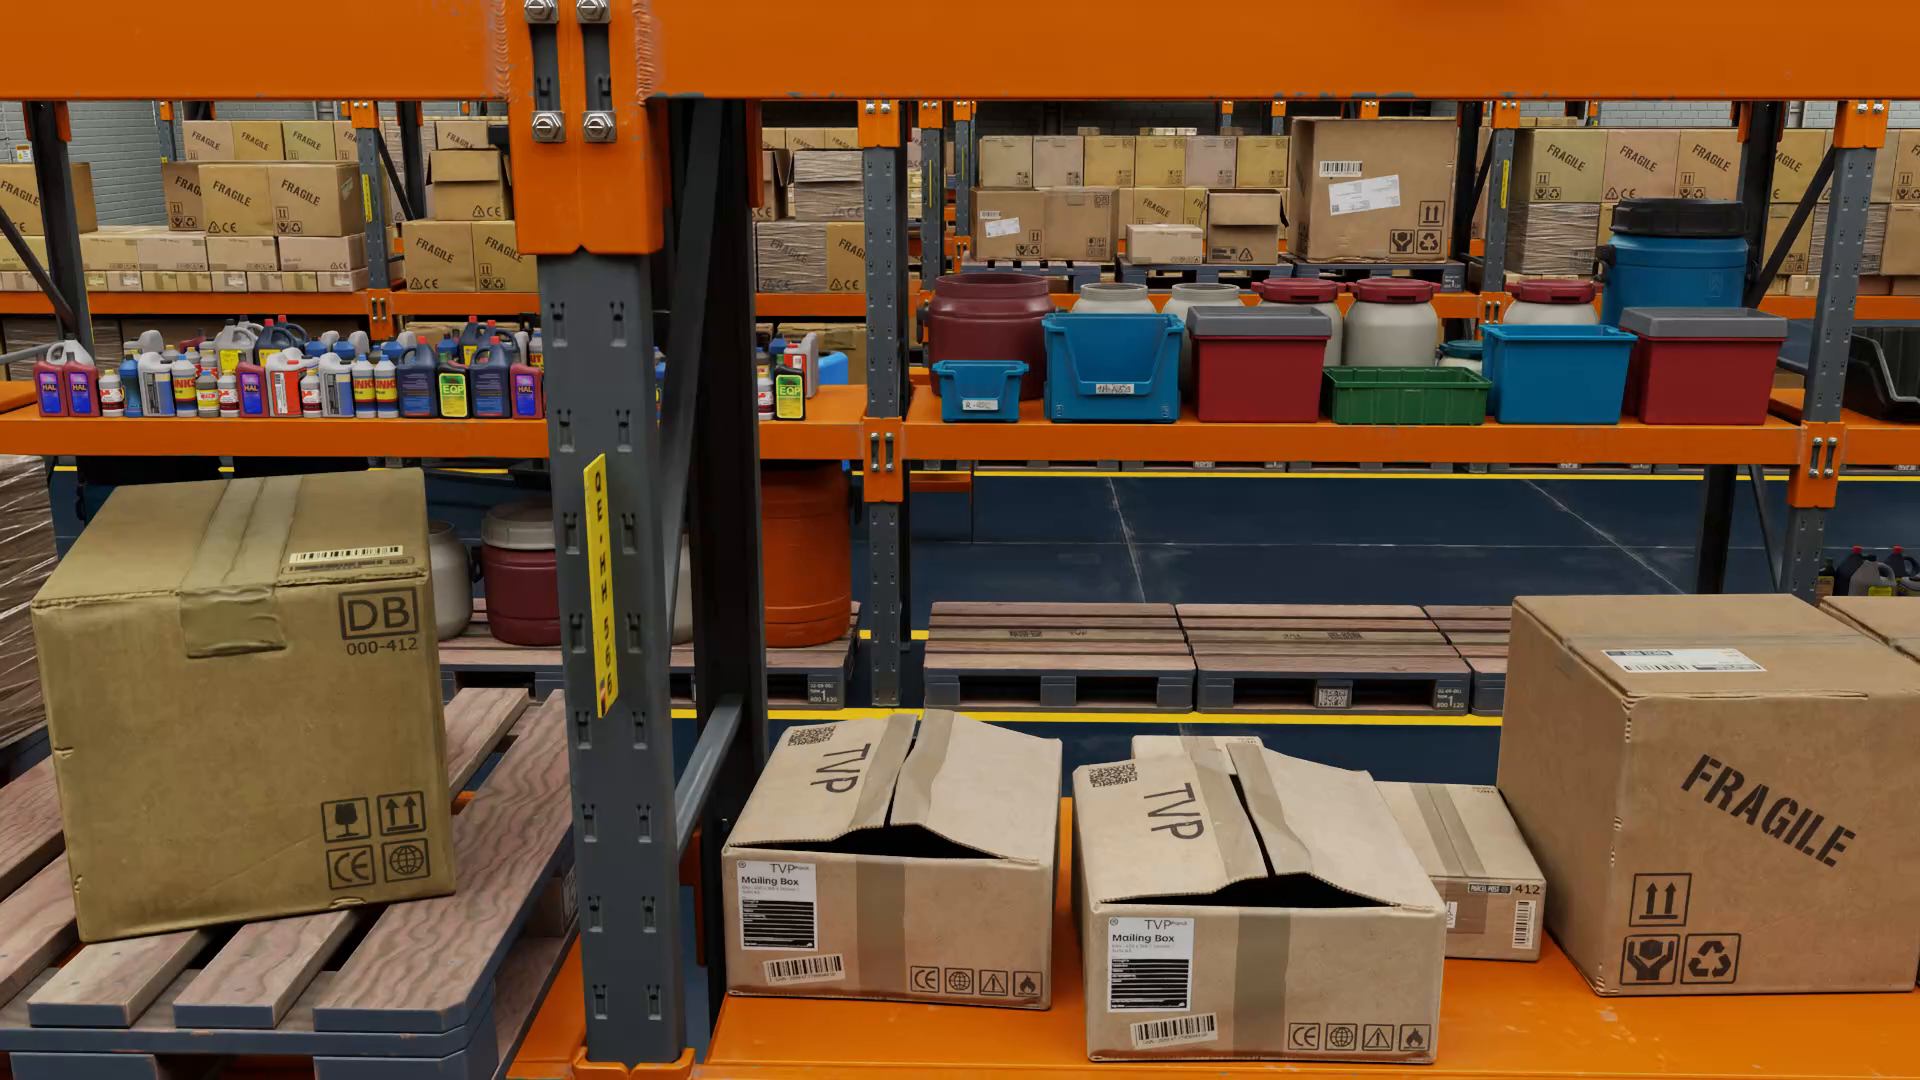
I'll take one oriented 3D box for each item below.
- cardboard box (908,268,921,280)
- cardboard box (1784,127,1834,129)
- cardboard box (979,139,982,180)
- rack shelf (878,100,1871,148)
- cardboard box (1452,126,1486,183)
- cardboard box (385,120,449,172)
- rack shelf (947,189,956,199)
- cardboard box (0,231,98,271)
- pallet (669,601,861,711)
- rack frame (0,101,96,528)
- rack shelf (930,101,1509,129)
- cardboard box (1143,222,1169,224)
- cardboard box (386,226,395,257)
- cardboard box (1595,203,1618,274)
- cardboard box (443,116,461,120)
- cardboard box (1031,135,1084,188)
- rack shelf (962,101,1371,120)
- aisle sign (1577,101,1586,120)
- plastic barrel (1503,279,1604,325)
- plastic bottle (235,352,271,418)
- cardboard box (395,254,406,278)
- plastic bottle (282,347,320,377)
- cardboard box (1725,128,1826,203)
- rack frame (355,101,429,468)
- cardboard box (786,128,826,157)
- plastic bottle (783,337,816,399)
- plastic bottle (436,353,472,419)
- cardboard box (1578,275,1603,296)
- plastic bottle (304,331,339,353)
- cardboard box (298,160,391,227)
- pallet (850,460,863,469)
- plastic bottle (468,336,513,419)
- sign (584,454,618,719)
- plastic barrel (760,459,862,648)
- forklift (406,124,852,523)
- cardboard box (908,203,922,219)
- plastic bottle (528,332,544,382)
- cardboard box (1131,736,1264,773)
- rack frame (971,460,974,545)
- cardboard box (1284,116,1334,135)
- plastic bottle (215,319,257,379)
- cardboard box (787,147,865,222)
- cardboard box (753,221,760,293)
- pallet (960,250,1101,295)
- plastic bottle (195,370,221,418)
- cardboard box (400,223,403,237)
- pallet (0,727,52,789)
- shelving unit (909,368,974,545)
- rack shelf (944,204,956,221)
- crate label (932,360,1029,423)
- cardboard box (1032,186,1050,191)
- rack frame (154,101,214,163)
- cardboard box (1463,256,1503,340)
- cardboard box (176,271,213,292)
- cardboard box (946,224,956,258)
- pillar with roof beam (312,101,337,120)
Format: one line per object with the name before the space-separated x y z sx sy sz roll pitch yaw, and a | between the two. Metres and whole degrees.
cardboard box | -0.658 -2.643 17.086 0.500 0.250 0.500 0 15 0
cardboard box | 6.259 -2.789 12.293 0.500 0.500 0.500 0 15 1
cardboard box | 0.501 -4.945 21.601 0.500 0.500 0.500 0 15 0
rack shelf | 1.677 -1.911 7.234 4.000 0.370 1.077 0 15 1
cardboard box | 4.951 -3.932 16.954 0.550 0.550 0.875 0 15 1
cardboard box | -5.472 -3.994 16.858 0.500 0.500 0.500 1 15 3
rack shelf | -1.819 -5.543 26.879 4.000 0.370 1.077 0 15 1
cardboard box | -6.698 -2.130 12.245 0.500 0.250 0.500 0 15 0
pallet | -1.111 0.532 7.909 1.213 0.211 1.003 0 15 1
rack frame | -4.321 -0.848 7.673 0.127 3.000 1.000 0 15 1
rack shelf | 1.804 -3.174 12.021 4.000 0.370 1.077 0 15 1
cardboard box | 1.478 -2.281 12.545 0.258 0.266 0.396 0 15 0
cardboard box | -4.657 -2.252 12.706 0.500 0.250 0.500 0 15 0
cardboard box | 4.750 -2.220 12.095 0.500 0.500 0.875 0 15 1
cardboard box | -6.544 -5.437 21.639 0.250 0.149 0.380 1 15 2
cardboard box | 0.986 -3.872 16.981 0.500 0.500 0.700 0 15 1
rack shelf | 2.031 -4.438 16.813 4.000 0.370 1.077 0 15 1
aisle sign | 8.125 -5.895 21.709 0.004 0.787 0.394 0 15 1
plastic barrel | 2.726 -0.923 7.693 0.433 0.535 0.433 0 15 0
plastic bottle | -3.077 -0.674 7.244 0.133 0.283 0.061 0 15 1
cardboard box | -7.278 -3.649 22.492 0.875 0.438 0.875 0 15 0
plastic bottle | -2.938 -0.720 7.433 0.135 0.276 0.152 0 15 1
cardboard box | 5.746 -2.660 11.802 0.500 0.500 0.500 0 15 1
rack frame | -4.194 -2.111 12.460 0.127 3.000 1.000 0 15 1
cardboard box | -1.981 -5.092 21.603 0.500 0.500 0.500 0 15 1
plastic bottle | -0.750 -0.808 7.766 0.135 0.276 0.152 0 15 1
plastic bottle | -2.198 -0.668 7.222 0.133 0.283 0.061 0 15 1
cardboard box | 4.510 -1.859 12.000 0.250 0.149 0.380 0 15 1
plastic bottle | -3.049 -0.862 7.970 0.135 0.276 0.152 0 15 1
cardboard box | -4.667 -2.613 12.605 0.500 0.500 0.500 0 15 1
pallet | -0.982 -0.761 12.809 1.213 0.211 1.003 0 15 1
plastic bottle | -2.038 -0.711 7.250 0.185 0.351 0.144 0 15 1
sign | -0.457 0.059 2.124 0.005 0.325 0.100 0 15 1
plastic barrel | -0.812 0.026 7.793 0.708 0.830 0.600 0 15 1
forklift | -2.280 -1.620 10.733 3.031 2.935 1.130 6 16 20
cardboard box | -0.473 -3.316 16.700 0.250 0.149 0.380 1 15 2
plastic bottle | -2.016 -0.860 7.971 0.097 0.271 0.097 0 15 0
cardboard box | 0.454 0.499 3.063 0.250 0.149 0.380 0 15 1
rack frame | 0.078 -0.580 10.185 0.015 1.200 0.240 0 15 1
cardboard box | 4.490 -5.203 21.443 0.500 0.500 0.700 0 15 1
plastic bottle | -3.397 -0.864 7.833 0.185 0.351 0.144 0 15 1
cardboard box | -0.926 -2.627 12.254 0.637 0.503 0.797 1 15 3
cardboard box | -1.713 -2.080 12.149 0.500 0.500 0.500 0 15 0
pallet | 0.519 -2.014 12.471 1.003 0.211 1.213 0 15 1
plastic bottle | -3.290 -0.641 7.277 0.097 0.201 0.097 0 15 0
cardboard box | -5.567 -3.204 17.096 0.250 0.149 0.380 0 15 1
pallet | -2.397 0.523 2.854 1.213 0.211 1.003 0 15 1
shelving unit | -0.165 -0.581 10.191 0.503 1.200 0.258 0 15 1
rack shelf | -1.942 -4.277 22.081 4.000 0.370 1.077 0 15 1
crate label | 0.089 -0.642 7.222 0.416 0.233 0.303 0 15 1
cardboard box | 0.982 -3.323 16.859 0.500 0.500 0.500 0 15 1
rack frame | -7.965 -3.401 17.351 0.127 3.000 1.000 0 15 1
cardboard box | 5.559 -2.472 17.170 0.875 0.875 0.875 0 15 2
cardboard box | -5.536 -1.914 12.208 0.250 0.149 0.380 1 15 2
cardboard box | -0.248 -4.820 26.806 0.500 0.500 0.500 1 15 3
pillar with roof beam | -10.599 -7.980 22.947 0.400 9.000 9.100 0 15 1
